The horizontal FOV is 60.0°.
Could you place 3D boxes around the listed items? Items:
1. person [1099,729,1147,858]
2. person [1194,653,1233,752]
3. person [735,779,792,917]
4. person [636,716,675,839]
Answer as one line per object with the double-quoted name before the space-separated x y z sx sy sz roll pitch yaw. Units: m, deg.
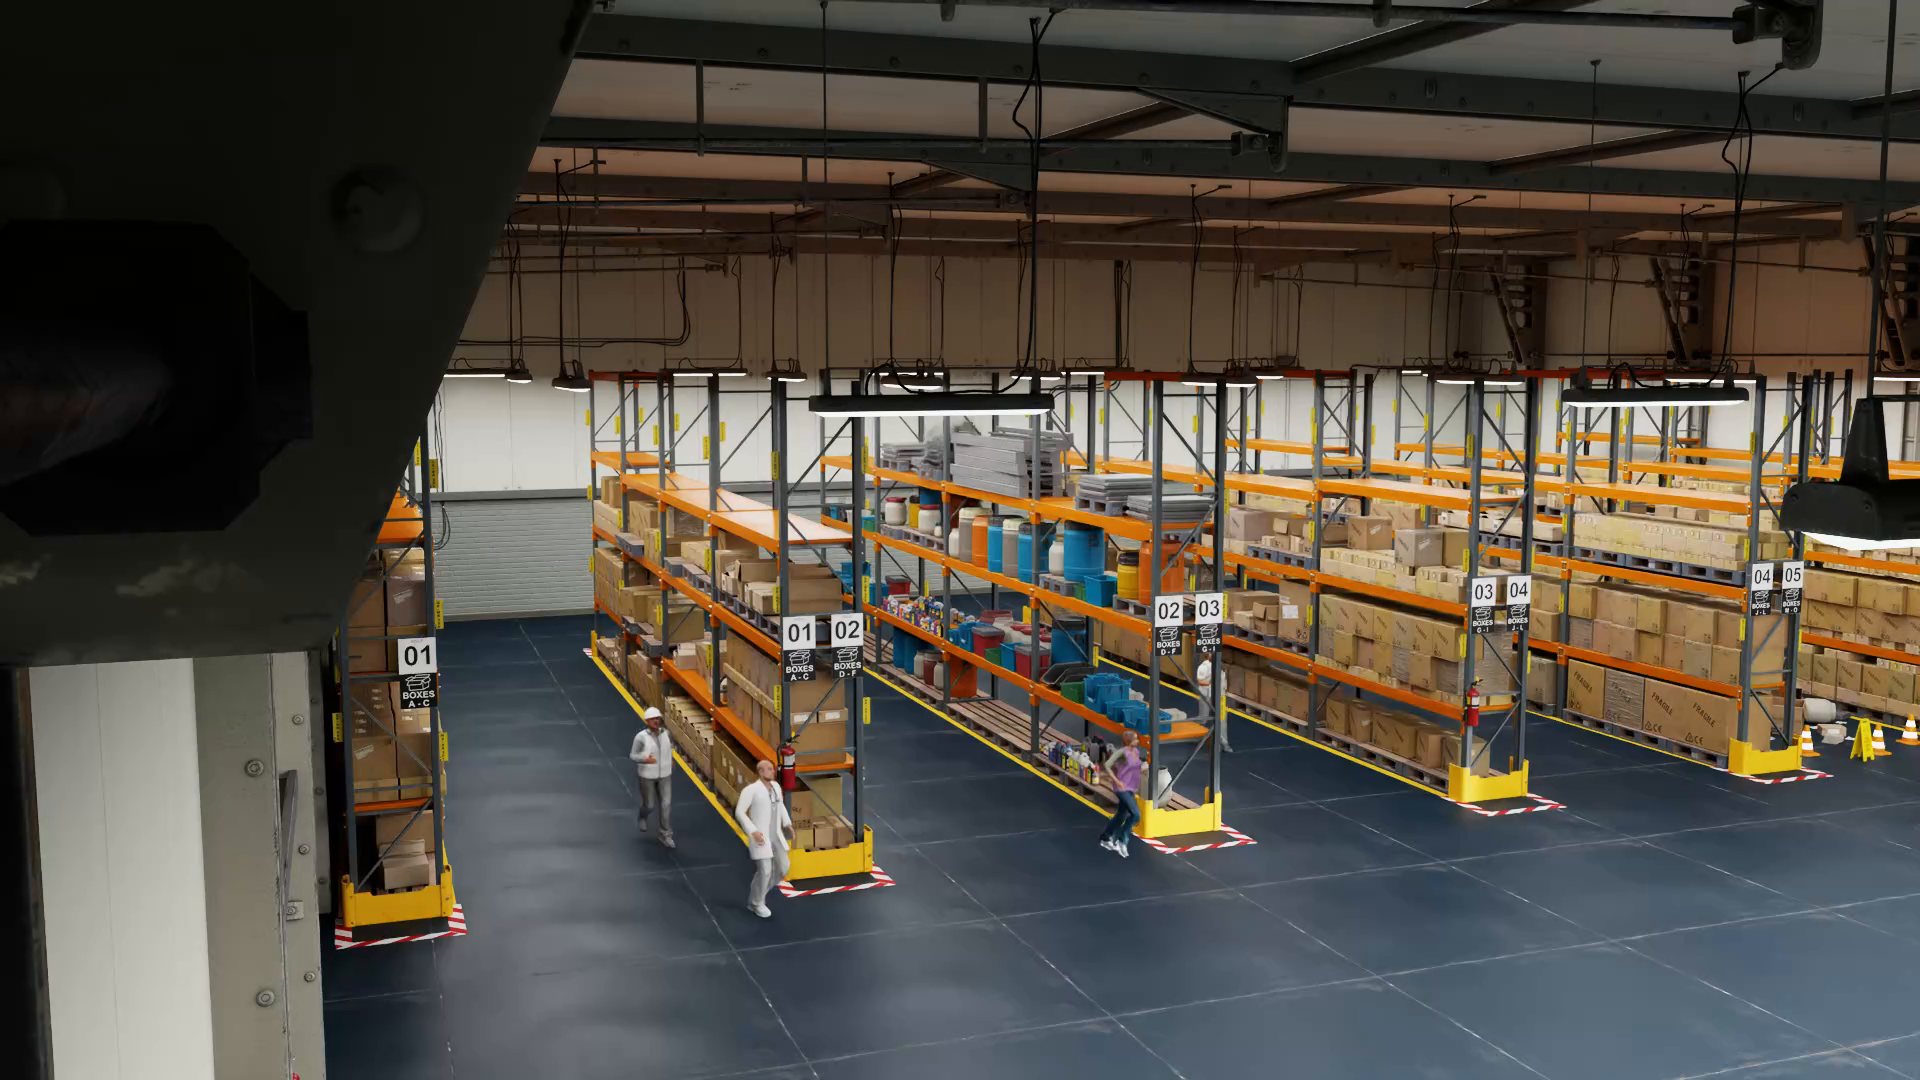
"person" 2.100 3.201 21.165 0.626 1.596 0.524 4 8 32
"person" 4.041 2.515 26.693 0.609 1.648 0.938 -4 7 -29
"person" -2.175 3.482 18.914 0.537 1.520 0.770 6 9 43
"person" -3.944 3.016 21.529 0.526 1.638 0.809 -4 7 -30
